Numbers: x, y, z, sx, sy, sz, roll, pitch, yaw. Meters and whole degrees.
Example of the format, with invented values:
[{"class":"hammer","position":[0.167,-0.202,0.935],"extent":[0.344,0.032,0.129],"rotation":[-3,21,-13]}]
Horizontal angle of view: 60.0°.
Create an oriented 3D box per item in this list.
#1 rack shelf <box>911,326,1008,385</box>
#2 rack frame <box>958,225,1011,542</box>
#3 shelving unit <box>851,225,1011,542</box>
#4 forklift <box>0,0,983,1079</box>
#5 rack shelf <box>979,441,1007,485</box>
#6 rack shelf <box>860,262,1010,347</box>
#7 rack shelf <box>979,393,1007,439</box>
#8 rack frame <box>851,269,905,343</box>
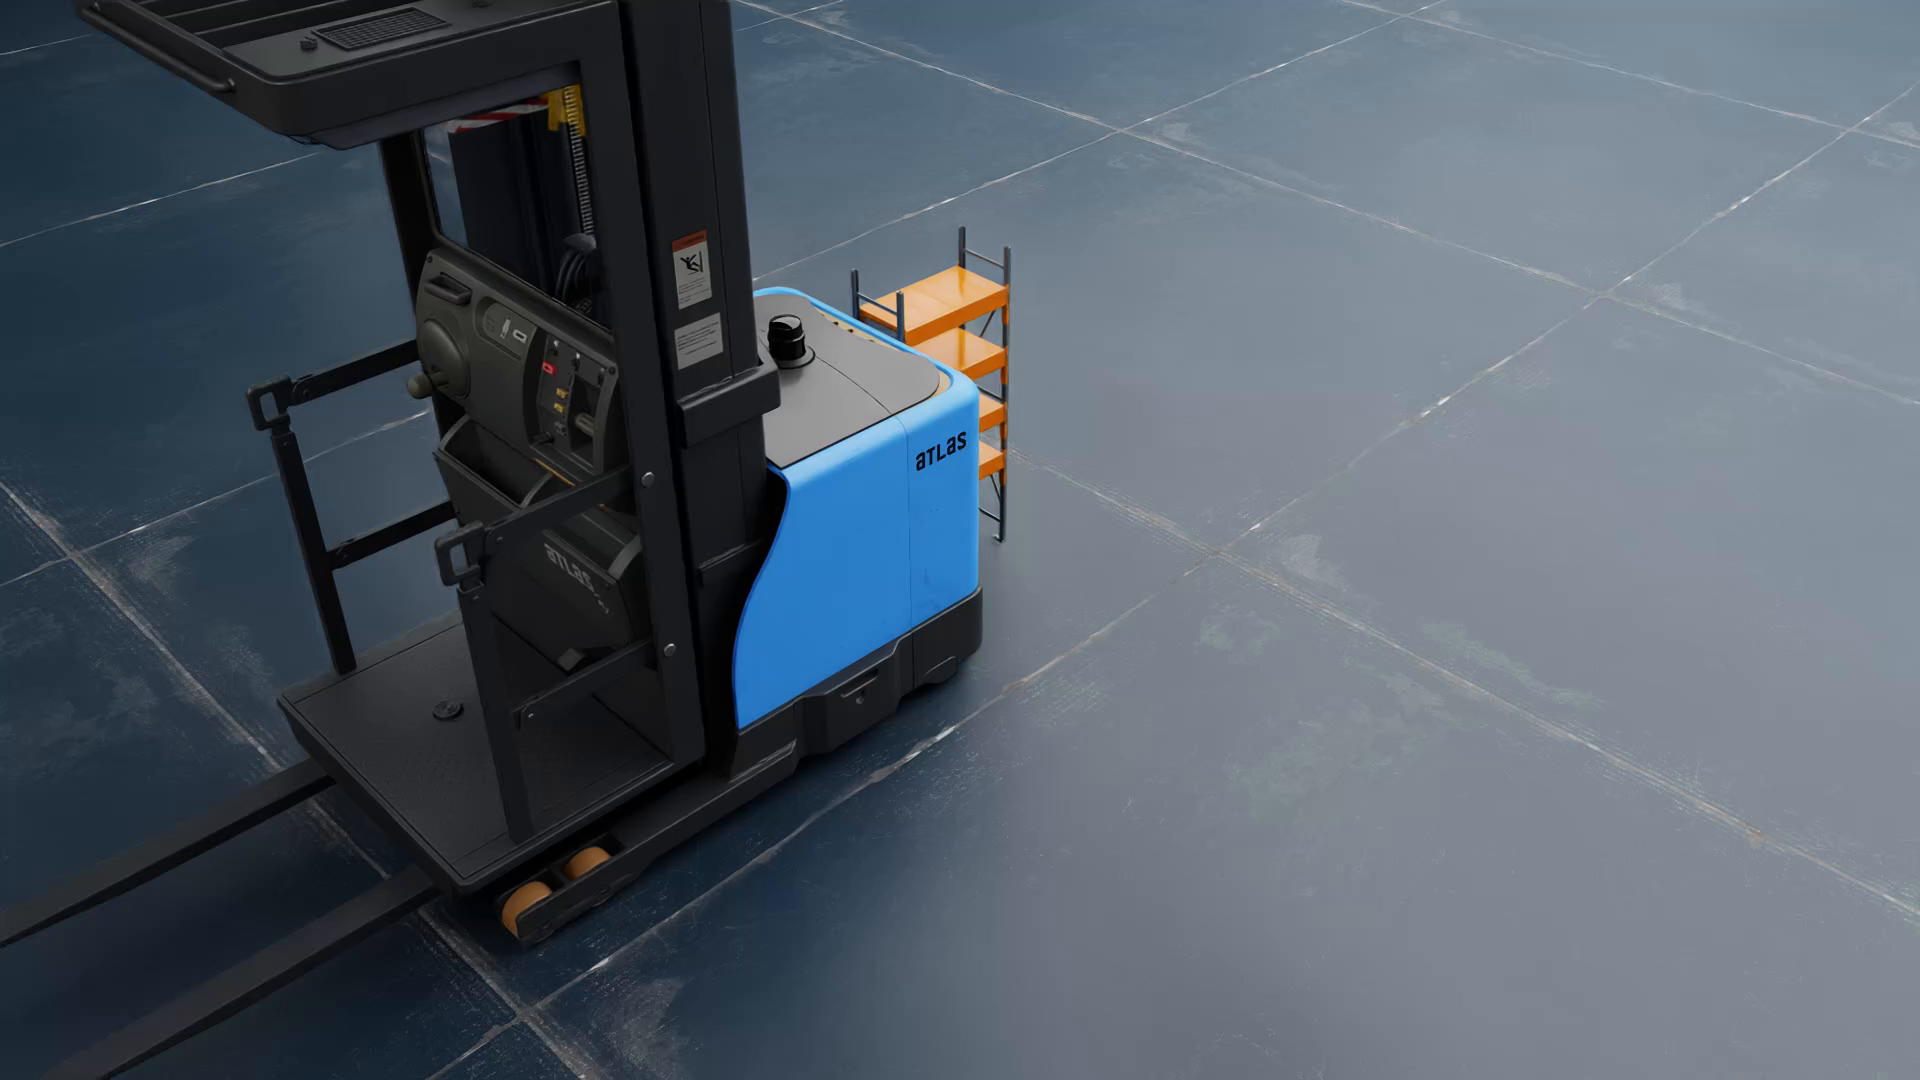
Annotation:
[{"class":"rack shelf","position":[-0.092,-0.565,5.738],"extent":[0.480,0.148,0.258],"rotation":[-29,44,-35]},{"class":"rack frame","position":[0.083,-0.534,5.967],"extent":[0.015,1.200,0.240],"rotation":[-29,44,-35]},{"class":"shelving unit","position":[-0.092,-0.437,5.828],"extent":[0.503,1.200,0.258],"rotation":[-29,44,-35]},{"class":"forklift","position":[-1.332,-0.416,4.284],"extent":[3.031,2.935,1.130],"rotation":[-29,44,-35]},{"class":"rack shelf","position":[-0.092,-0.219,5.980],"extent":[0.480,0.148,0.258],"rotation":[-29,44,-35]},{"class":"rack shelf","position":[-0.092,-0.759,5.603],"extent":[0.480,0.148,0.258],"rotation":[-29,44,-35]},{"class":"rack shelf","position":[-0.092,-0.382,5.866],"extent":[0.480,0.148,0.258],"rotation":[-29,44,-35]},{"class":"rack frame","position":[-0.267,-0.340,5.688],"extent":[0.015,1.200,0.240],"rotation":[-29,44,-35]}]
